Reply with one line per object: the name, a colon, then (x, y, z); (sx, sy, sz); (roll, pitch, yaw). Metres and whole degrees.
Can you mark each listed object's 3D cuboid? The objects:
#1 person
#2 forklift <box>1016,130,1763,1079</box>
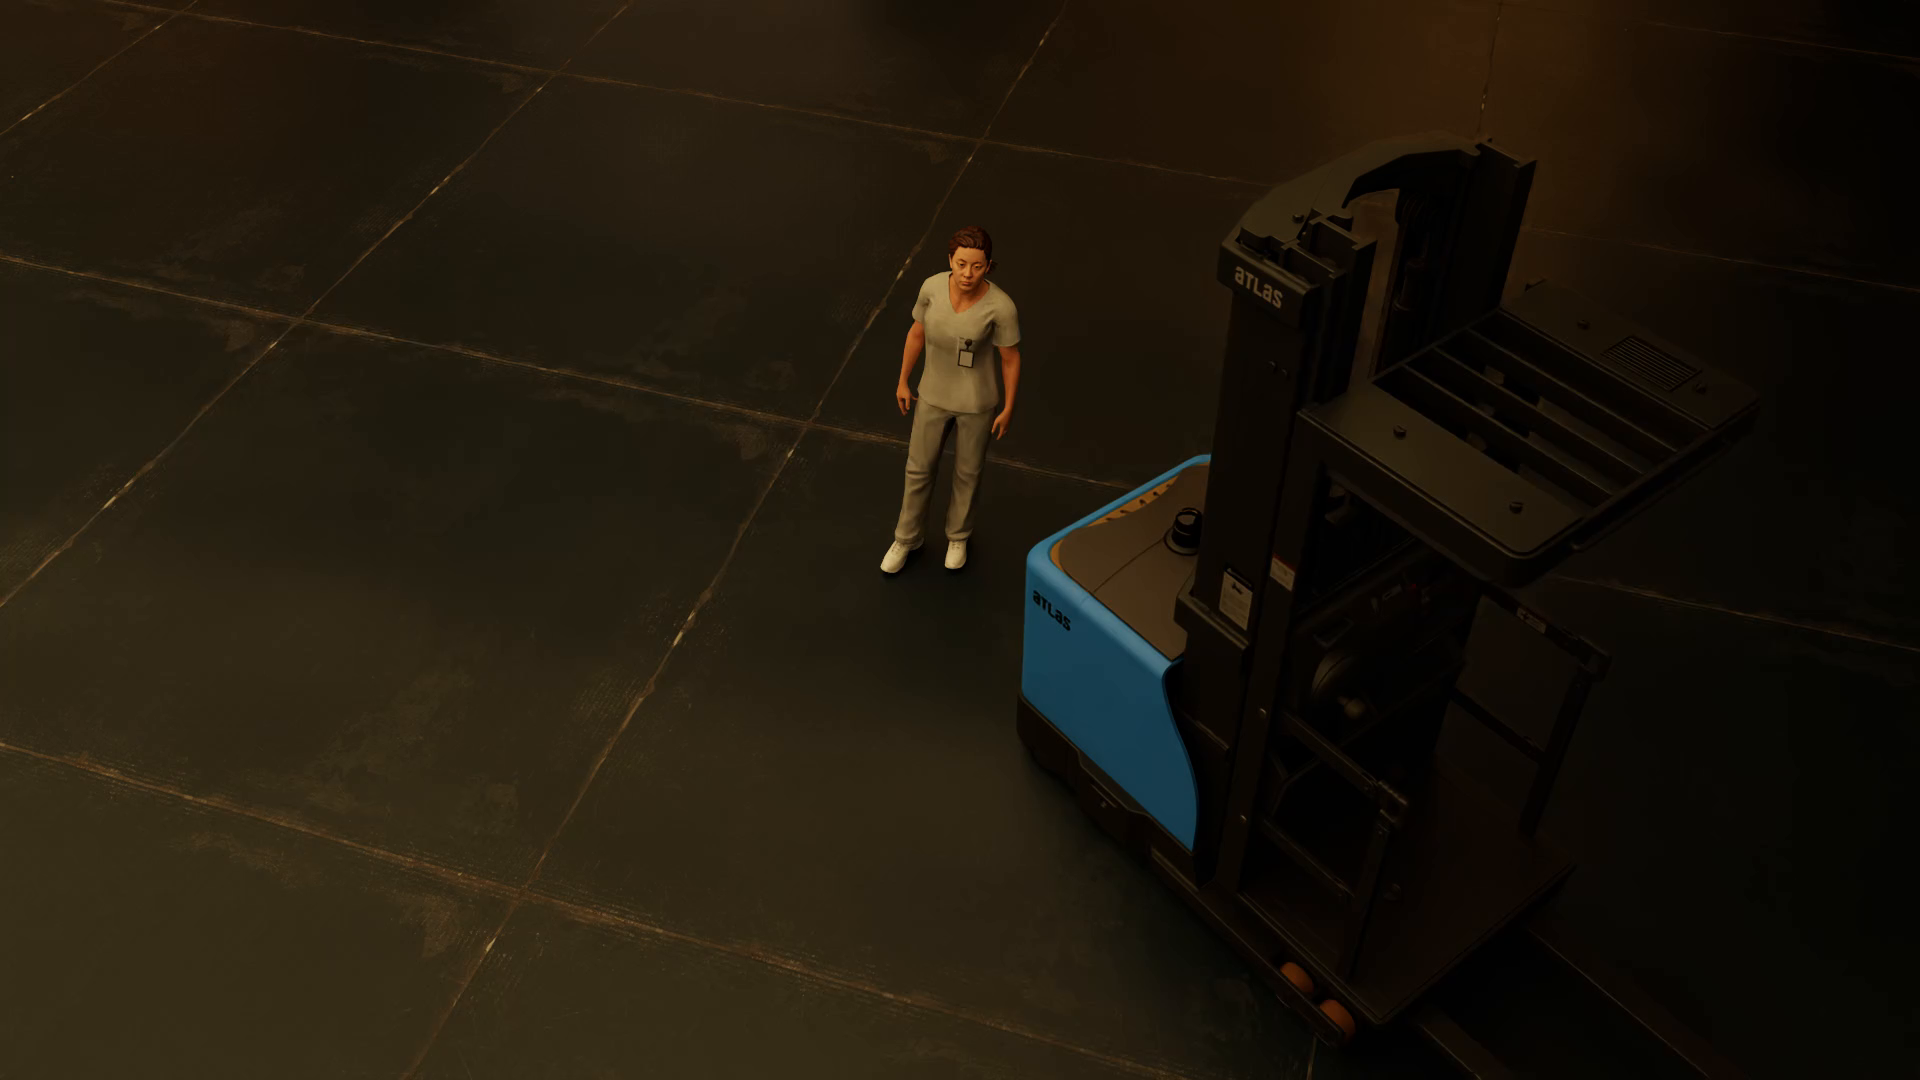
person: (-0.035, -0.574, 7.216); (0.550, 1.673, 0.548); (12, 44, 13)
forklift: (1.539, 0.335, 5.329); (1.130, 2.935, 3.031); (-28, 50, -27)
